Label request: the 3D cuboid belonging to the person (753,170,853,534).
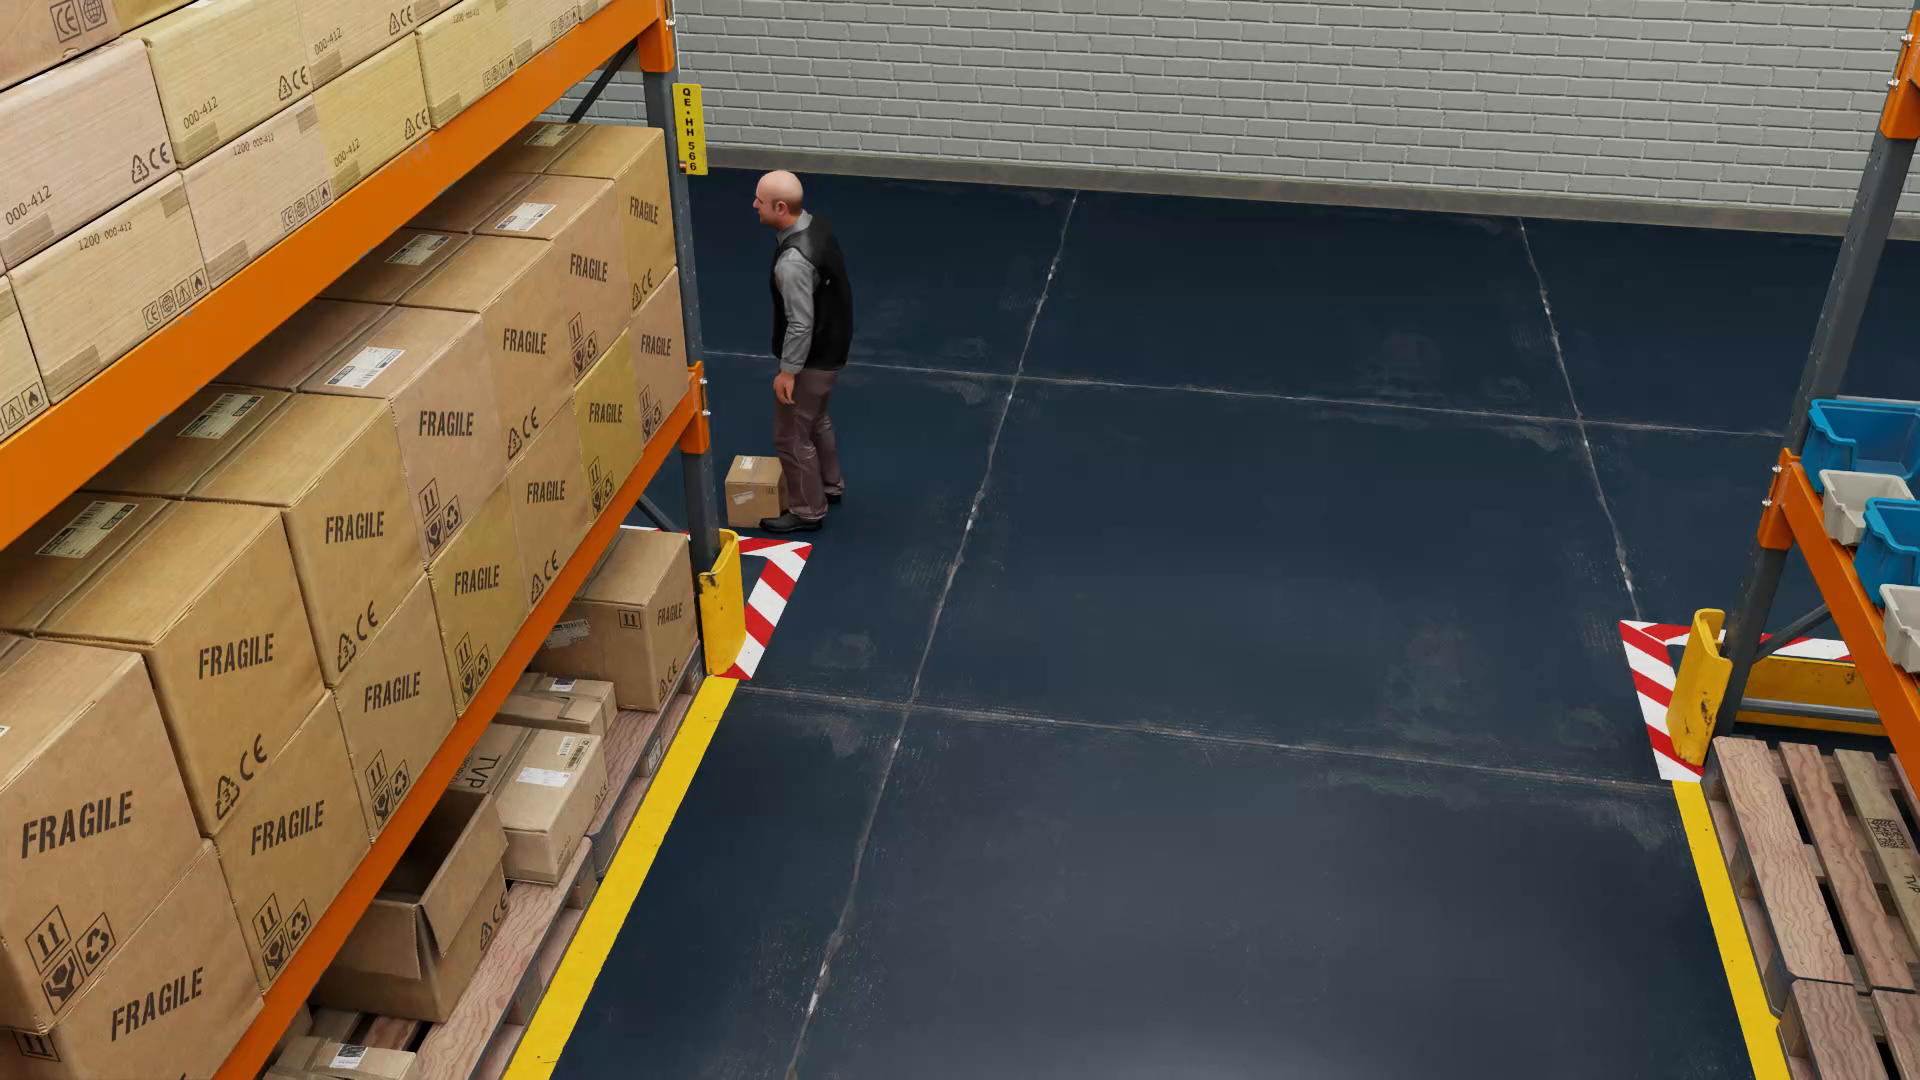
[{"bbox_3d":[-0.708,-0.833,7.483,0.465,1.722,0.590,3,32,4],"label":"person"}]
